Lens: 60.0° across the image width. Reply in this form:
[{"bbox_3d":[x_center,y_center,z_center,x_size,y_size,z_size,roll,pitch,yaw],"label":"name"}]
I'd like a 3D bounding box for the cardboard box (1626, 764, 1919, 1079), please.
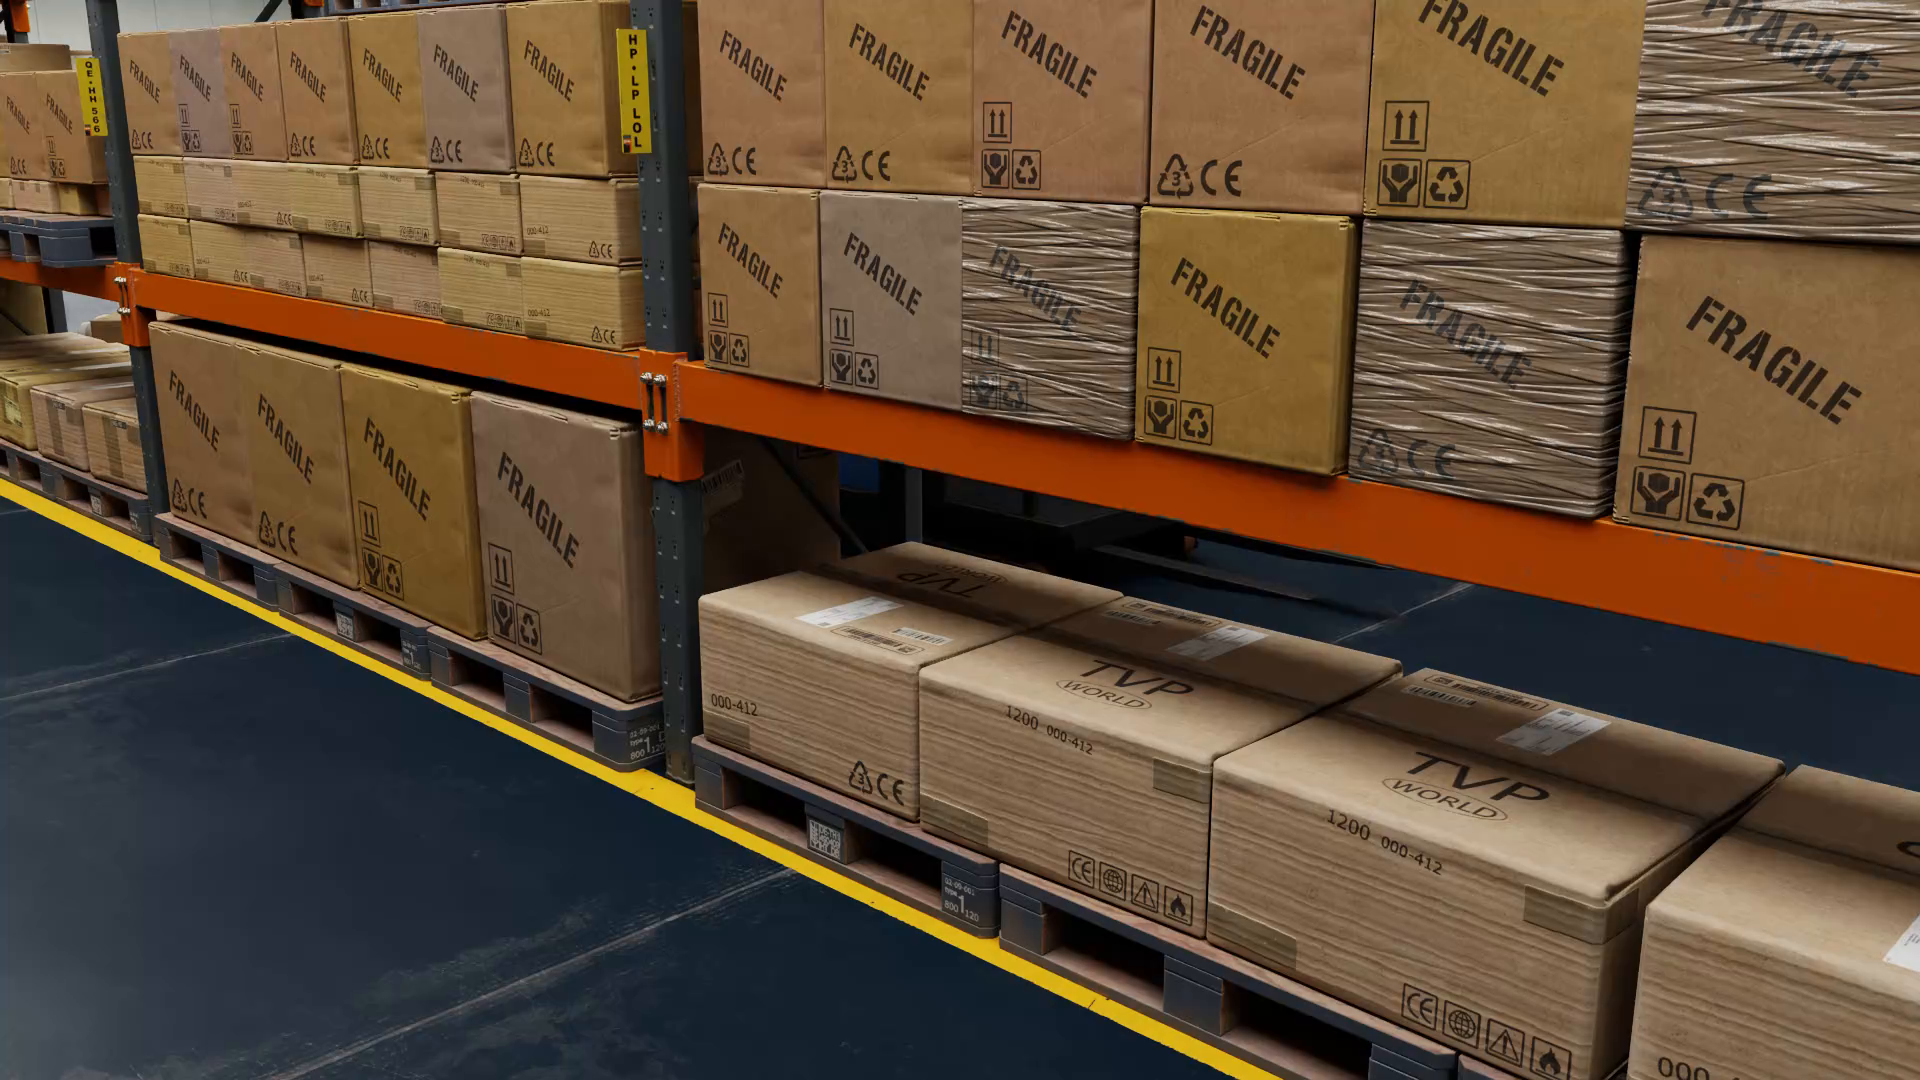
[{"bbox_3d":[1.820,0.840,3.008,0.875,0.438,0.875,13,19,40],"label":"cardboard box"}]

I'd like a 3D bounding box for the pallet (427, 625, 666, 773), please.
[{"bbox_3d":[-1.123,0.429,5.868,1.213,0.211,1.003,14,20,42],"label":"pallet"}]

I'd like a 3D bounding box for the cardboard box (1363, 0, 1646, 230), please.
[{"bbox_3d":[1.102,-0.846,3.049,0.500,0.500,0.500,14,20,42],"label":"cardboard box"}]

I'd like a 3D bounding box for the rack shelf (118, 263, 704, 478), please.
[{"bbox_3d":[-1.955,-0.801,6.485,4.000,0.370,1.077,14,20,42],"label":"rack shelf"}]

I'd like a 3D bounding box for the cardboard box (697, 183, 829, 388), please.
[{"bbox_3d":[-0.359,-0.718,4.541,0.500,0.500,0.500,-14,20,-42],"label":"cardboard box"}]

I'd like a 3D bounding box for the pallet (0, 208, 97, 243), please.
[{"bbox_3d":[-4.848,-1.746,9.063,1.213,0.211,1.003,14,20,42],"label":"pallet"}]

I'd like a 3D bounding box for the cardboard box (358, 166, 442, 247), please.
[{"bbox_3d":[-1.743,-1.177,5.808,0.500,0.250,0.500,-14,20,-43],"label":"cardboard box"}]

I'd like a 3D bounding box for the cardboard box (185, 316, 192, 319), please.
[{"bbox_3d":[-6.132,-1.844,14.010,0.637,0.503,0.797,1,15,4],"label":"cardboard box"}]

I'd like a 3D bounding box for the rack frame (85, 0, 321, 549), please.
[{"bbox_3d":[-3.394,-1.499,7.738,0.127,3.000,1.000,14,20,42],"label":"rack frame"}]

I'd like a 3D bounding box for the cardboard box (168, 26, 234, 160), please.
[{"bbox_3d":[-2.845,-1.816,6.771,0.500,0.500,0.500,14,20,42],"label":"cardboard box"}]

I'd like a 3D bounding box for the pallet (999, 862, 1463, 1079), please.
[{"bbox_3d":[0.861,0.911,4.018,1.213,0.211,1.003,14,20,42],"label":"pallet"}]

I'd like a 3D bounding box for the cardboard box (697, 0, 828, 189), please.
[{"bbox_3d":[-0.340,-1.204,4.424,0.500,0.500,0.500,14,20,43],"label":"cardboard box"}]

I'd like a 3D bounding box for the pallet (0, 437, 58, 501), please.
[{"bbox_3d":[-4.830,-0.501,9.435,1.213,0.211,1.003,14,20,42],"label":"pallet"}]

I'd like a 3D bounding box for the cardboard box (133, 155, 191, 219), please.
[{"bbox_3d":[-3.201,-1.535,7.181,0.500,0.250,0.500,13,20,42],"label":"cardboard box"}]

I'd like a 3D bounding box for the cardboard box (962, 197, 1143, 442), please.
[{"bbox_3d":[0.354,-0.541,3.861,0.500,0.500,0.500,14,20,43],"label":"cardboard box"}]

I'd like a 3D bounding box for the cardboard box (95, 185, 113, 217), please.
[{"bbox_3d":[-3.794,-1.596,7.773,0.380,0.149,0.250,-14,20,-42],"label":"cardboard box"}]

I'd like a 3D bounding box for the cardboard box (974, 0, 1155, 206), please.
[{"bbox_3d":[0.380,-1.023,3.728,0.500,0.500,0.500,-14,20,-43],"label":"cardboard box"}]

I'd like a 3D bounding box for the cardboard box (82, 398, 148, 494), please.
[{"bbox_3d":[-3.794,-0.532,8.403,0.625,0.372,0.950,12,19,39],"label":"cardboard box"}]

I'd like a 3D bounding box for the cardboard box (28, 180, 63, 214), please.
[{"bbox_3d":[-4.249,-1.666,8.040,0.250,0.149,0.380,13,20,42],"label":"cardboard box"}]

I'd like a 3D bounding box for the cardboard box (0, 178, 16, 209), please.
[{"bbox_3d":[-4.633,-1.757,8.390,0.250,0.149,0.380,14,20,43],"label":"cardboard box"}]

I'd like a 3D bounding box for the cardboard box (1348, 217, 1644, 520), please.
[{"bbox_3d":[1.106,-0.363,3.178,0.500,0.500,0.500,-14,20,-43],"label":"cardboard box"}]

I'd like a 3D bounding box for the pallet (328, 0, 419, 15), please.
[{"bbox_3d":[-5.249,-5.096,15.769,1.213,0.211,1.003,14,20,42],"label":"pallet"}]

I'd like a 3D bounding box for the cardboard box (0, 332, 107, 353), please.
[{"bbox_3d":[-5.894,-1.040,10.352,0.625,0.372,0.950,14,20,43],"label":"cardboard box"}]

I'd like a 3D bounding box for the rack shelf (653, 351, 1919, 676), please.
[{"bbox_3d":[0.925,-0.101,3.798,4.000,0.370,1.077,14,20,42],"label":"rack shelf"}]

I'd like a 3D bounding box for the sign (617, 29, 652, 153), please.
[{"bbox_3d":[-0.884,-1.221,4.531,0.005,0.325,0.100,14,20,42],"label":"sign"}]

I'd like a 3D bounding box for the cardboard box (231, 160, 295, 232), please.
[{"bbox_3d":[-2.479,-1.355,6.490,0.500,0.250,0.500,14,20,42],"label":"cardboard box"}]

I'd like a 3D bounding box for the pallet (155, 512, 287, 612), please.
[{"bbox_3d":[-2.879,0.002,7.507,1.213,0.211,1.003,14,20,42],"label":"pallet"}]

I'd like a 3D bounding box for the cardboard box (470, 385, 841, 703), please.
[{"bbox_3d":[-1.017,-0.068,5.627,0.875,0.875,0.875,-14,20,-42],"label":"cardboard box"}]

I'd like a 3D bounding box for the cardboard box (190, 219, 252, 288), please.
[{"bbox_3d":[-2.835,-1.209,6.920,0.500,0.250,0.500,13,19,41],"label":"cardboard box"}]

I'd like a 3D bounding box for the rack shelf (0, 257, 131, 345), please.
[{"bbox_3d":[-4.834,-1.501,9.172,4.000,0.370,1.077,14,20,42],"label":"rack shelf"}]

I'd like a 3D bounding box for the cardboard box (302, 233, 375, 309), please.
[{"bbox_3d":[-2.103,-1.030,6.235,0.500,0.250,0.500,14,20,42],"label":"cardboard box"}]

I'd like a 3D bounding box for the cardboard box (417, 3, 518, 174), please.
[{"bbox_3d":[-1.388,-1.453,5.380,0.500,0.500,0.500,-14,20,-43],"label":"cardboard box"}]

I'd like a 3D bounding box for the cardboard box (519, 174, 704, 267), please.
[{"bbox_3d":[-1.001,-1.002,5.134,0.500,0.250,0.500,14,20,42],"label":"cardboard box"}]

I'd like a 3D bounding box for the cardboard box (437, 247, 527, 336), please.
[{"bbox_3d":[-1.378,-0.849,5.539,0.500,0.250,0.500,13,20,41],"label":"cardboard box"}]

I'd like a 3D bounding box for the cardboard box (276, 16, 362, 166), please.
[{"bbox_3d":[-2.123,-1.634,6.071,0.500,0.500,0.500,14,20,43],"label":"cardboard box"}]

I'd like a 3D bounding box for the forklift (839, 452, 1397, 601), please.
[{"bbox_3d":[0.449,-1.307,7.135,3.031,2.935,1.130,14,20,43],"label":"forklift"}]

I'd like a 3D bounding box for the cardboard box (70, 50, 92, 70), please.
[{"bbox_3d":[-5.066,-2.707,9.465,0.250,0.149,0.380,13,19,40],"label":"cardboard box"}]

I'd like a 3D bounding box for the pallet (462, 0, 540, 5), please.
[{"bbox_3d":[-3.492,-4.669,14.130,1.213,0.211,1.003,14,20,42],"label":"pallet"}]

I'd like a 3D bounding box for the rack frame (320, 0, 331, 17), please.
[{"bbox_3d":[-5.790,-3.816,16.627,0.127,3.000,1.000,14,20,42],"label":"rack frame"}]

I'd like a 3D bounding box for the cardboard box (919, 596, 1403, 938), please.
[{"bbox_3d":[0.508,0.523,4.224,0.875,0.438,0.875,13,19,41],"label":"cardboard box"}]

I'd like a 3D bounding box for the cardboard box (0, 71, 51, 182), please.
[{"bbox_3d":[-4.294,-2.013,8.086,0.500,0.500,0.500,13,20,41],"label":"cardboard box"}]

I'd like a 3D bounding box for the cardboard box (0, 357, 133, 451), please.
[{"bbox_3d":[-4.873,-0.793,9.406,0.950,0.372,0.625,-14,20,-42],"label":"cardboard box"}]

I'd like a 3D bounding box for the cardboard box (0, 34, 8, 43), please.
[{"bbox_3d":[-6.440,-2.992,10.695,0.500,0.500,0.700,13,20,42],"label":"cardboard box"}]

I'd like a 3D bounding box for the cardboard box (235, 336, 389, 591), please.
[{"bbox_3d":[-2.316,-0.382,6.829,0.875,0.875,0.875,14,20,43],"label":"cardboard box"}]
